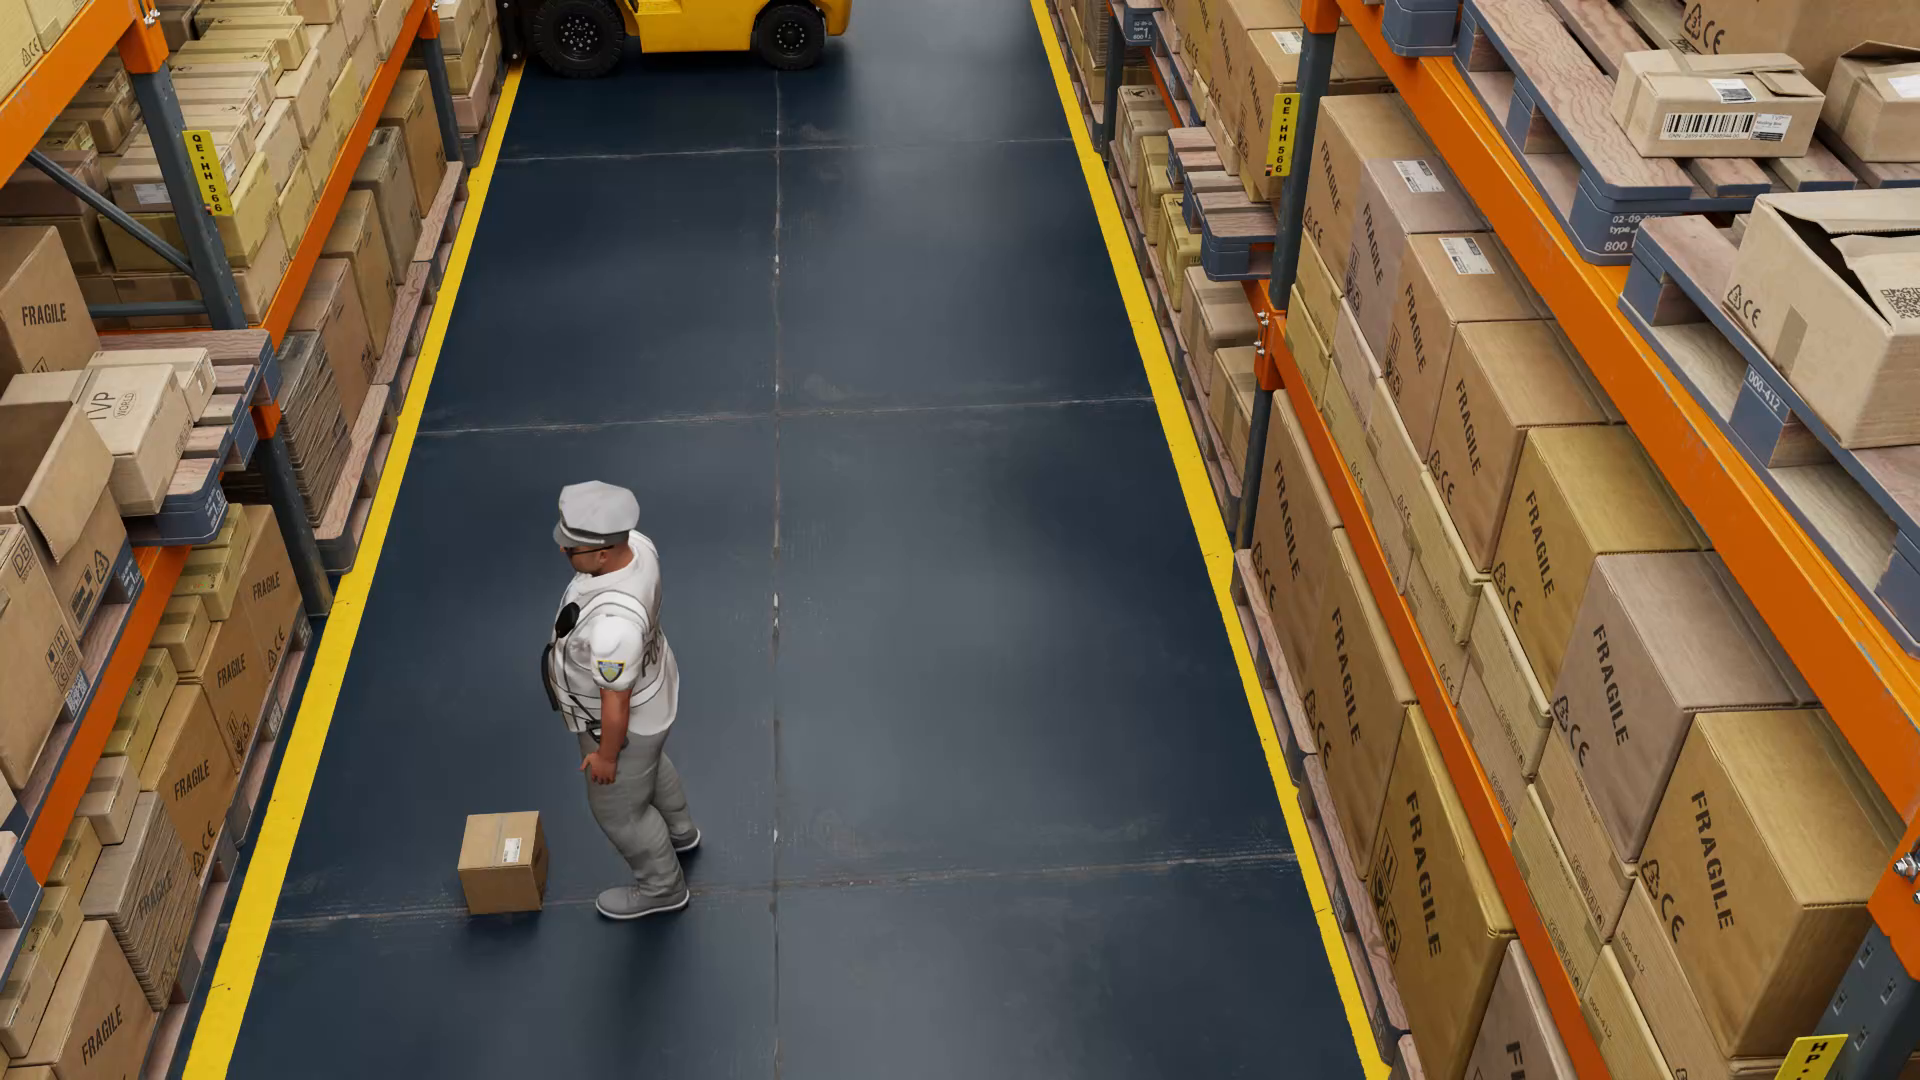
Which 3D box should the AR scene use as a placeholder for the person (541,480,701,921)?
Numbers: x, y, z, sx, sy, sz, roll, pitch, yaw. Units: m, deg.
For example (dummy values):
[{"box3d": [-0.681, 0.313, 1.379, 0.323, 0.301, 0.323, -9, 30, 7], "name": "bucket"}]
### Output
[{"box3d": [-1.120, 0.560, 5.475, 0.392, 1.778, 0.529, -2, 39, -3], "name": "person"}]
